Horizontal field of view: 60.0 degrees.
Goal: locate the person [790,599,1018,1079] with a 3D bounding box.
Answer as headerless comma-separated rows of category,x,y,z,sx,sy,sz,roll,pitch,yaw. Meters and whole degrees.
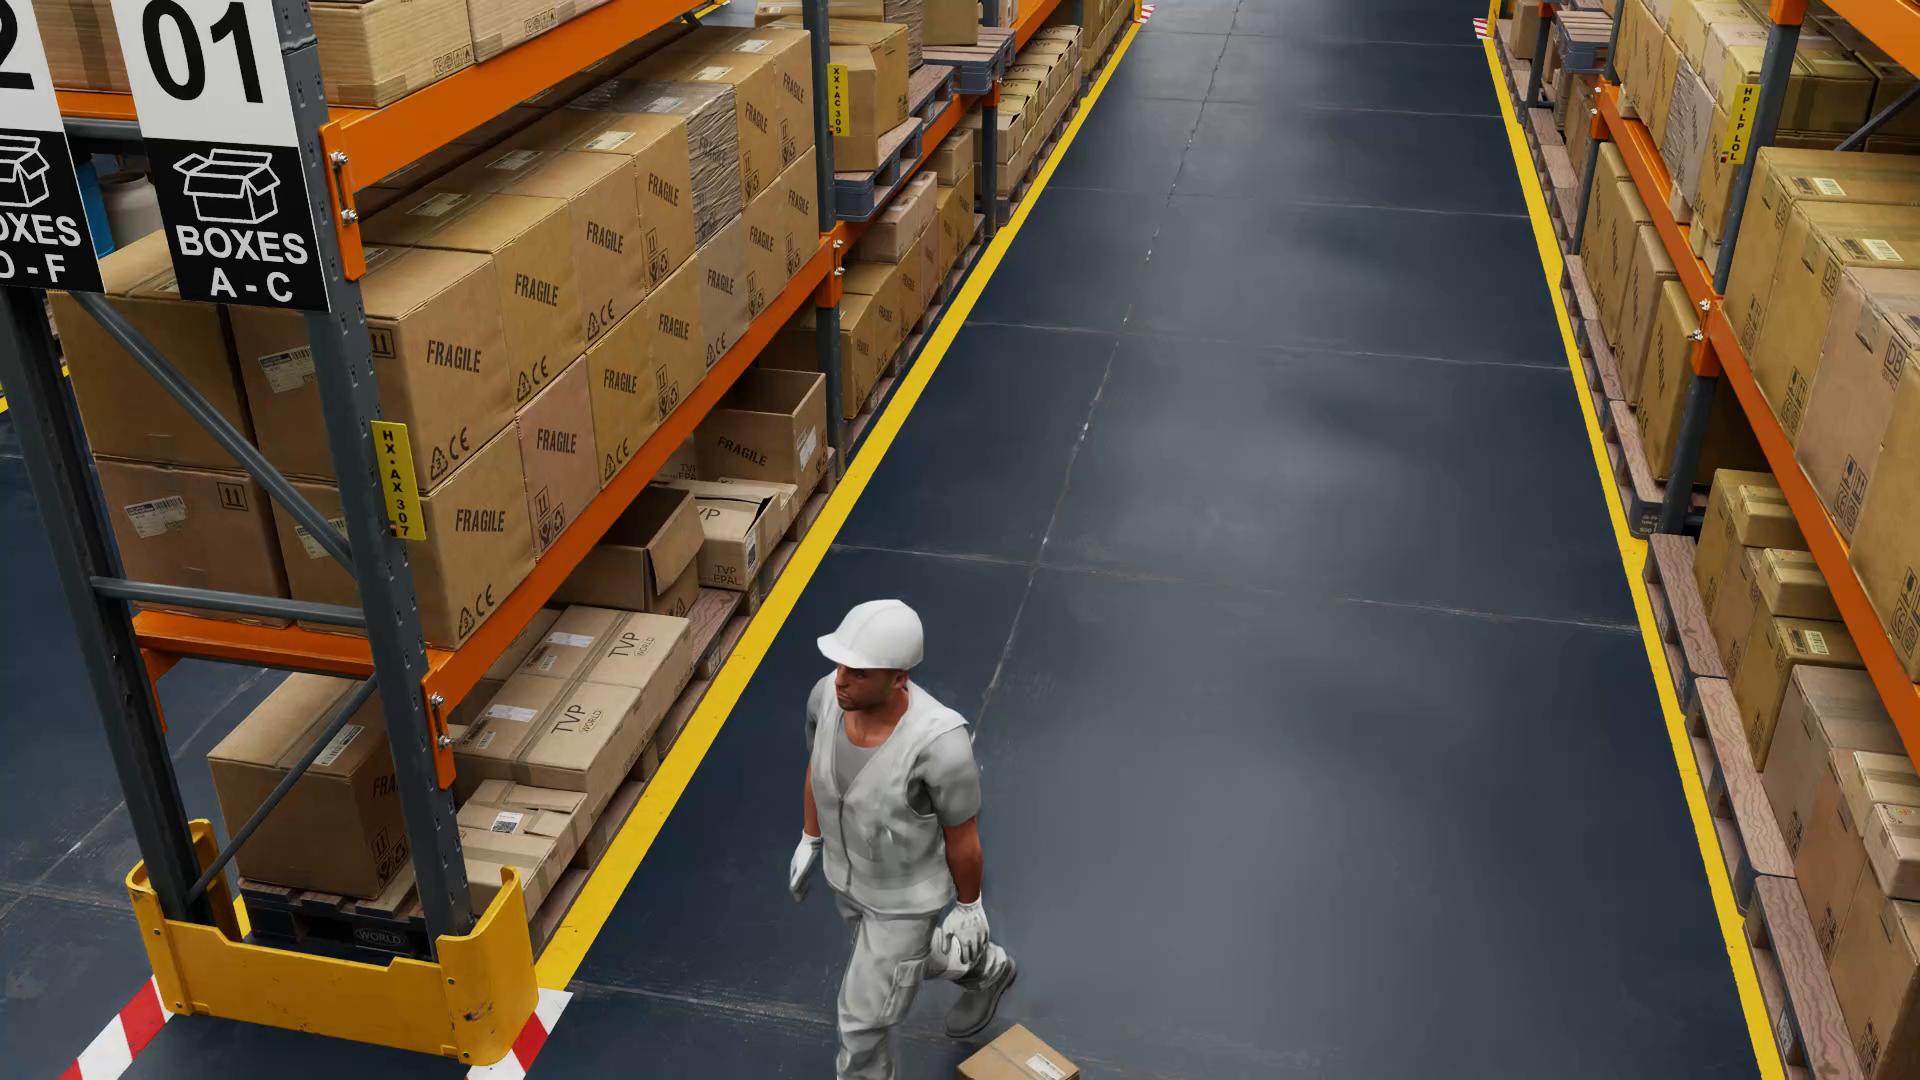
person,-0.164,0.882,4.479,0.980,1.759,0.573,-25,37,-38
